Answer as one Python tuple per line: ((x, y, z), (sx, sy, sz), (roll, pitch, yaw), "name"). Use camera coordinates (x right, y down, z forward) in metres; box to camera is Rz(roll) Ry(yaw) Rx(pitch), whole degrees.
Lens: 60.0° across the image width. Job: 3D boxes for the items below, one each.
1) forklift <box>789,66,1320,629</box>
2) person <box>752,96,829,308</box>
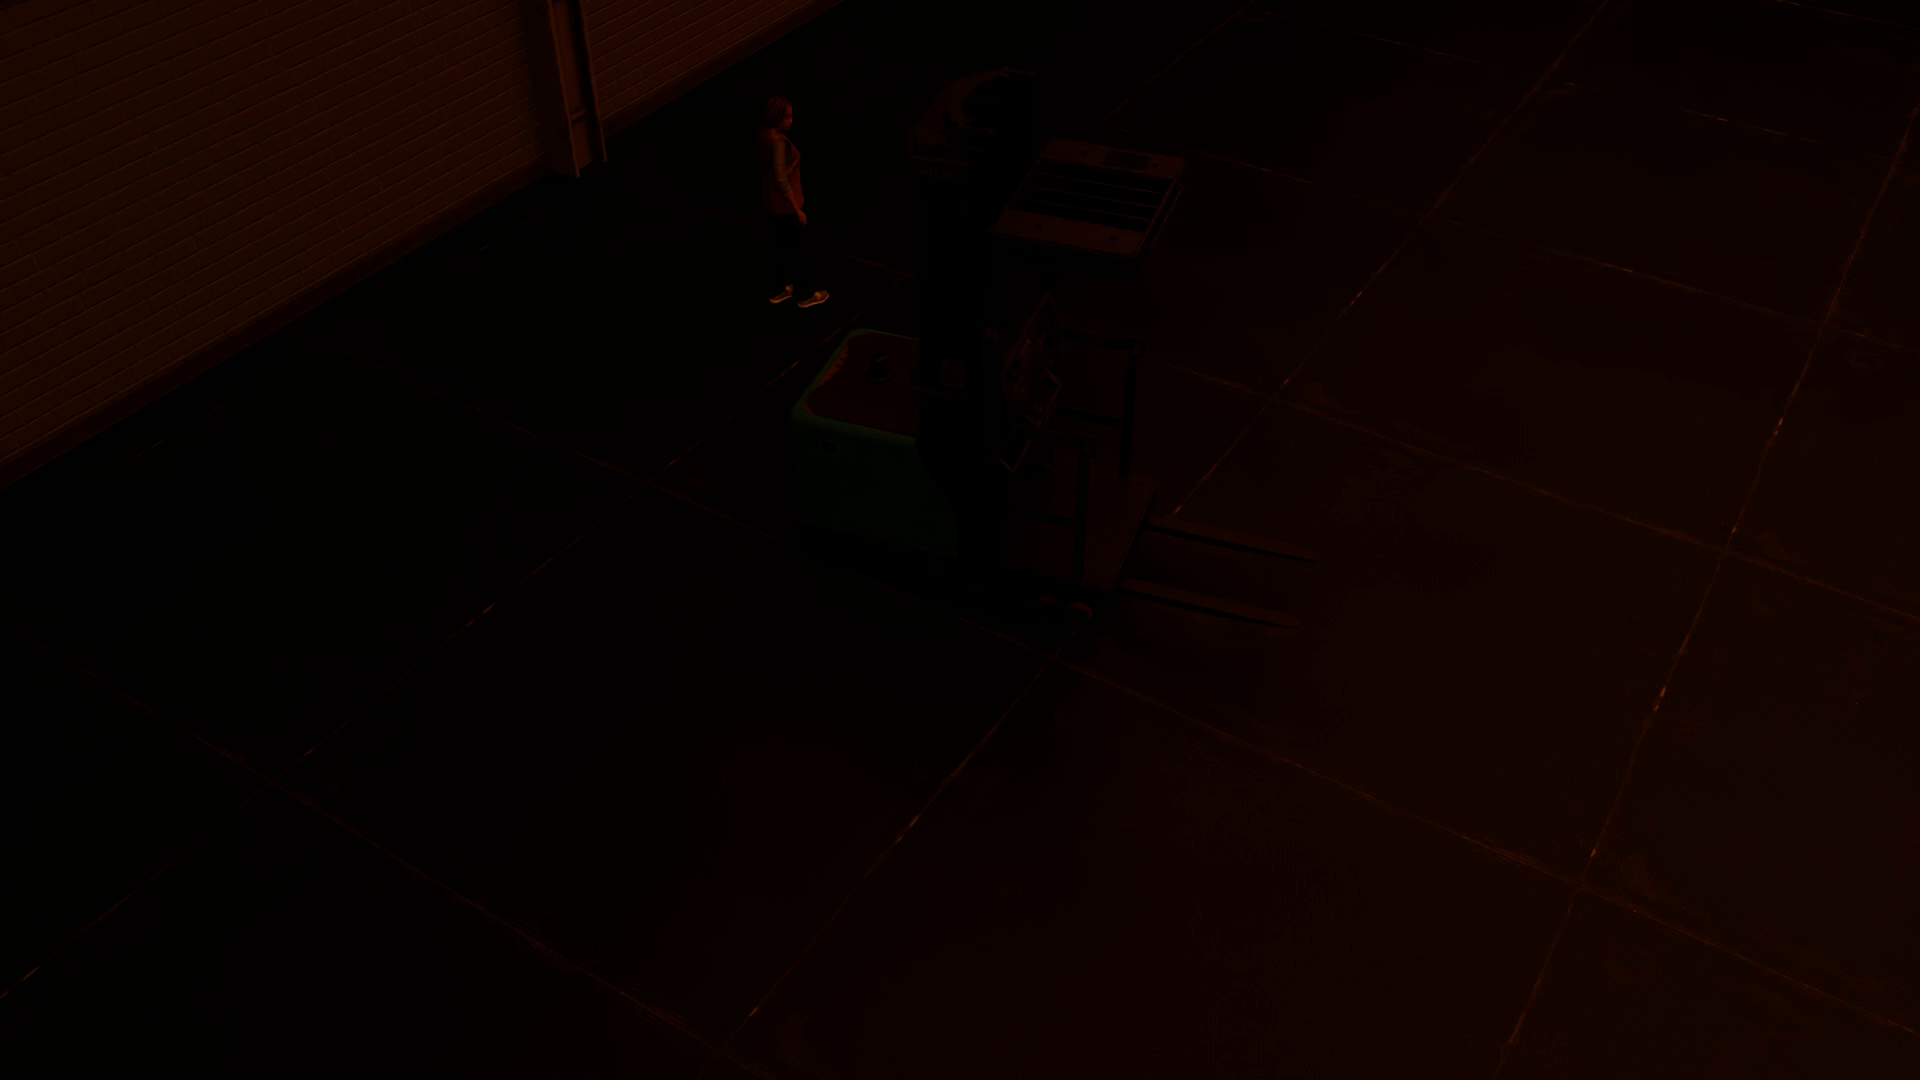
((0.582, -0.992, 9.137), (3.031, 2.935, 1.130), (13, 42, 15), "forklift")
((-1.219, -2.400, 11.840), (0.430, 1.590, 0.595), (-23, 46, -25), "person")
